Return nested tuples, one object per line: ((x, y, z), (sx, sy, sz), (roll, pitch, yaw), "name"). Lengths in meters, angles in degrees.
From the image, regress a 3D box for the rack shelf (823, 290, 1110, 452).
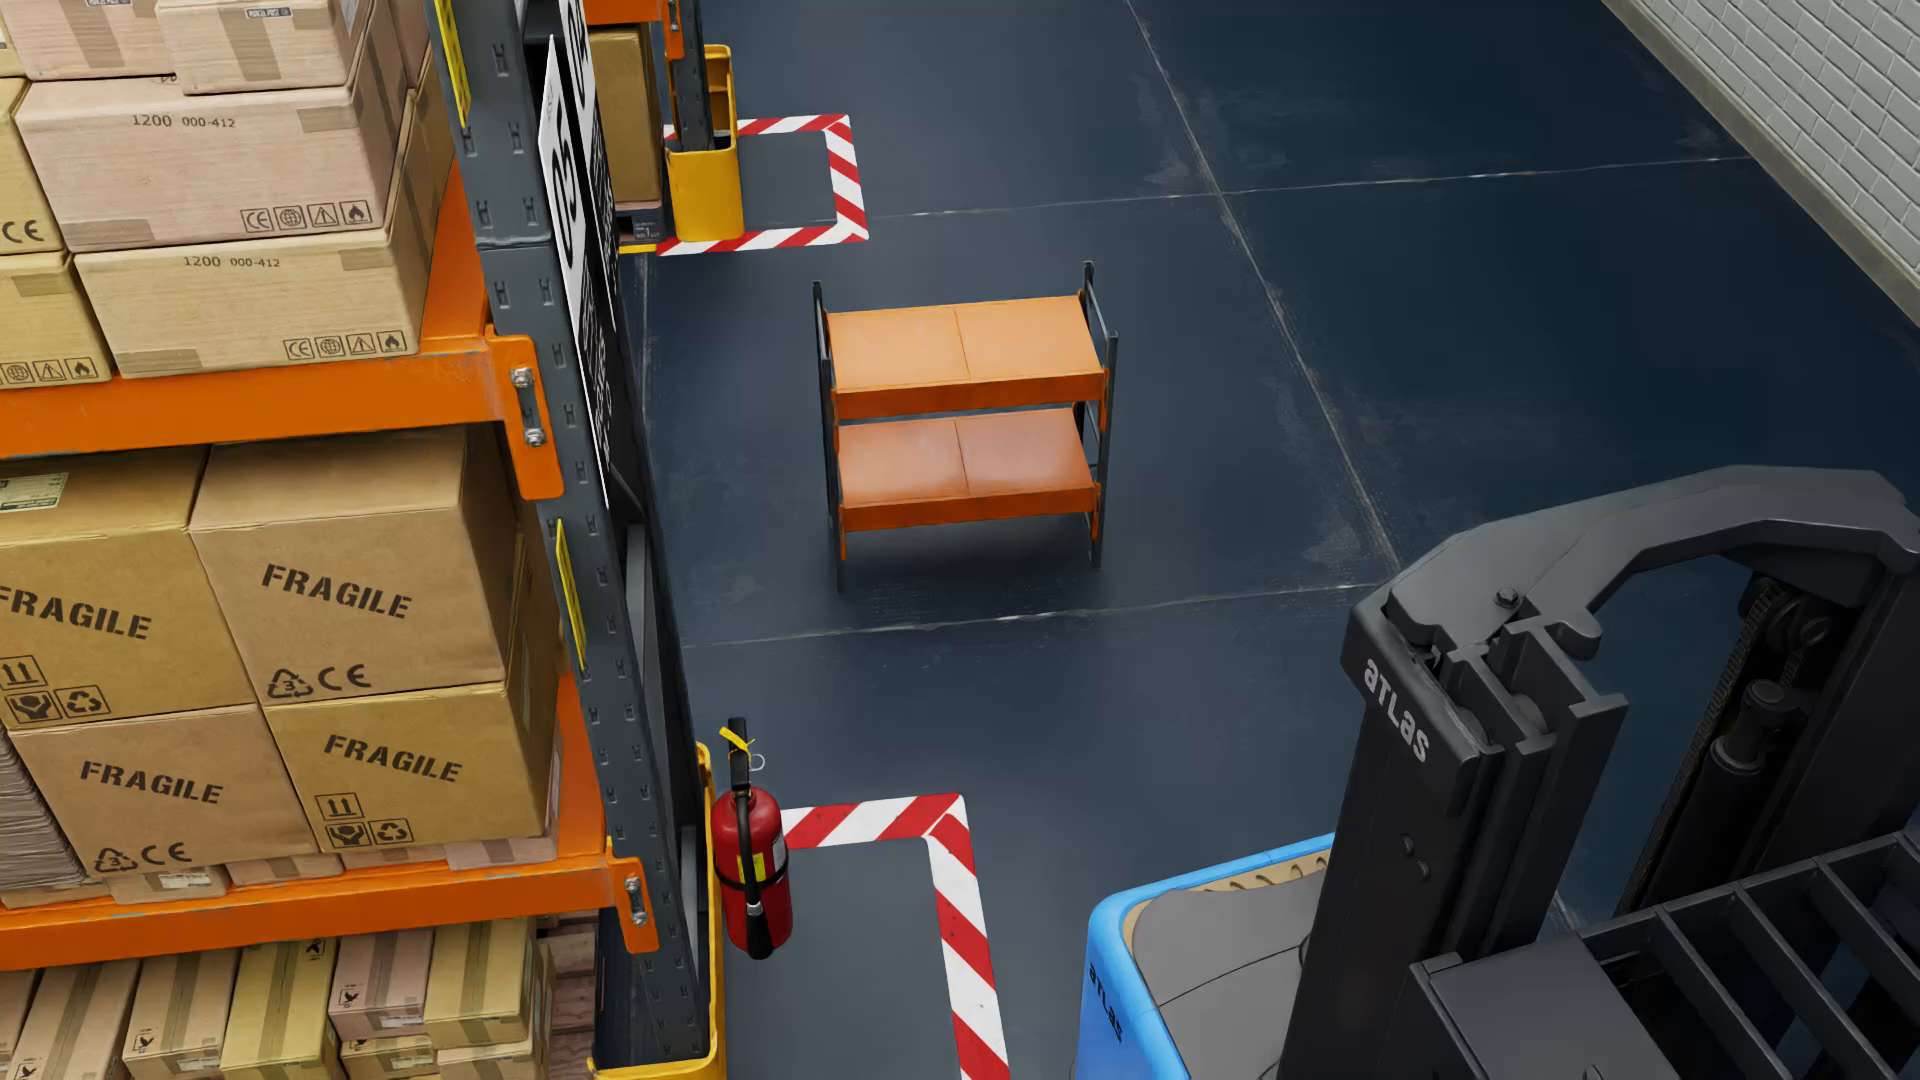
((0.007, -0.636, 6.178), (1.000, 0.278, 0.538), (-5, 42, -6), "rack shelf")

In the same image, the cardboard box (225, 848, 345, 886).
((-1.605, 0.625, 4.005), (0.250, 0.149, 0.380), (-5, 42, -6), "cardboard box")

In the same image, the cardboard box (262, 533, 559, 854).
((-1.232, 0.350, 3.826), (0.500, 0.500, 0.500), (-4, 42, -5), "cardboard box")

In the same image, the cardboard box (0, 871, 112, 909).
((-2.120, 0.666, 3.959), (0.250, 0.149, 0.380), (-7, 42, -7), "cardboard box")

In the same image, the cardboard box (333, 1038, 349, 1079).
((-1.821, 1.361, 4.594), (0.250, 0.149, 0.380), (-7, 42, -7), "cardboard box")

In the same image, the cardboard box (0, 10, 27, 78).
((-1.623, -0.901, 2.711), (0.250, 0.149, 0.380), (-6, 42, -7), "cardboard box")

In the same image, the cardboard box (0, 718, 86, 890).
((-2.245, 0.442, 3.724), (0.500, 0.500, 0.500), (-5, 42, -5), "cardboard box")

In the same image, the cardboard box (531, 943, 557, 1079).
((-1.315, 1.374, 4.802), (0.250, 0.149, 0.380), (-4, 42, -5), "cardboard box")

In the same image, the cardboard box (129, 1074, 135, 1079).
((-2.333, 1.415, 4.535), (0.250, 0.149, 0.380), (-4, 42, -5), "cardboard box")

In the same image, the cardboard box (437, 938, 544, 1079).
((-1.306, 1.315, 4.645), (0.250, 0.149, 0.380), (-6, 42, -7), "cardboard box")

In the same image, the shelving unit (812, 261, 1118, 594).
((0.007, -0.418, 6.374), (1.048, 1.125, 0.538), (-5, 42, -6), "shelving unit")

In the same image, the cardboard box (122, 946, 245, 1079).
((-2.074, 1.254, 4.490), (0.250, 0.149, 0.380), (-7, 42, -7), "cardboard box")

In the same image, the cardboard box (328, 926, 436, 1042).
((-1.568, 1.167, 4.587), (0.250, 0.149, 0.380), (-4, 42, -5), "cardboard box")

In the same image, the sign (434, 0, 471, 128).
((-0.768, -0.785, 2.480), (0.005, 0.325, 0.100), (-5, 42, -6), "sign")

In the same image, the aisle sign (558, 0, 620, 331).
((-0.786, -0.883, 3.549), (0.004, 0.787, 0.394), (-5, 42, -6), "aisle sign")

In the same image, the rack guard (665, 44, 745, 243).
((-1.339, -2.089, 8.693), (0.348, 0.500, 1.175), (-5, 42, -6), "rack guard")

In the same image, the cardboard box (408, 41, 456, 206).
((-1.298, -0.901, 3.382), (0.500, 0.250, 0.500), (-4, 42, -4), "cardboard box")

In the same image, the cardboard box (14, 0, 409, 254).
((-1.244, -0.747, 2.838), (0.500, 0.250, 0.500), (-6, 42, -7), "cardboard box")

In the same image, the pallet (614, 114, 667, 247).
((-2.145, -1.858, 8.653), (1.213, 0.211, 1.003), (-5, 42, -6), "pallet")

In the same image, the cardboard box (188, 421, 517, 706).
((-1.241, -0.026, 3.497), (0.500, 0.500, 0.500), (-6, 42, -6), "cardboard box")

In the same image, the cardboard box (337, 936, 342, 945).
((-1.883, 1.021, 4.971), (0.250, 0.149, 0.380), (-4, 42, -5), "cardboard box")

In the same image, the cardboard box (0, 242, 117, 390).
((-1.741, -0.506, 2.944), (0.500, 0.250, 0.500), (-5, 42, -5), "cardboard box")

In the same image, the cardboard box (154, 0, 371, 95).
((-1.111, -0.880, 2.688), (0.250, 0.149, 0.380), (-5, 42, -6), "cardboard box")

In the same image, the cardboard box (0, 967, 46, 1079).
((-2.609, 1.264, 4.480), (0.250, 0.149, 0.380), (-6, 42, -7), "cardboard box")

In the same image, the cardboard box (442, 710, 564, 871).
((-1.106, 0.597, 4.036), (0.250, 0.149, 0.380), (-5, 42, -5), "cardboard box")

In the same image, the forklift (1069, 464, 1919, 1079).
((1.248, 1.447, 2.957), (1.130, 2.935, 3.031), (-12, 44, -13), "forklift")

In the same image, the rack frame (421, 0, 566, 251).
((-0.820, -1.940, 2.182), (0.127, 3.000, 1.000), (-5, 42, -6), "rack frame")

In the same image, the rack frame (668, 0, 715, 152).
((-1.363, -3.015, 7.853), (0.127, 3.000, 1.000), (-5, 42, -6), "rack frame")

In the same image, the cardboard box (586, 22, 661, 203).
((-1.987, -2.274, 8.304), (0.875, 0.875, 0.875), (-5, 42, -6), "cardboard box")

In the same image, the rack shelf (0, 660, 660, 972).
((-2.803, 0.728, 4.240), (4.000, 0.370, 1.077), (-5, 42, -6), "rack shelf")

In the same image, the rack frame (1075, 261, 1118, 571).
((0.511, -0.462, 6.423), (0.032, 1.125, 0.500), (-5, 42, -6), "rack frame")
